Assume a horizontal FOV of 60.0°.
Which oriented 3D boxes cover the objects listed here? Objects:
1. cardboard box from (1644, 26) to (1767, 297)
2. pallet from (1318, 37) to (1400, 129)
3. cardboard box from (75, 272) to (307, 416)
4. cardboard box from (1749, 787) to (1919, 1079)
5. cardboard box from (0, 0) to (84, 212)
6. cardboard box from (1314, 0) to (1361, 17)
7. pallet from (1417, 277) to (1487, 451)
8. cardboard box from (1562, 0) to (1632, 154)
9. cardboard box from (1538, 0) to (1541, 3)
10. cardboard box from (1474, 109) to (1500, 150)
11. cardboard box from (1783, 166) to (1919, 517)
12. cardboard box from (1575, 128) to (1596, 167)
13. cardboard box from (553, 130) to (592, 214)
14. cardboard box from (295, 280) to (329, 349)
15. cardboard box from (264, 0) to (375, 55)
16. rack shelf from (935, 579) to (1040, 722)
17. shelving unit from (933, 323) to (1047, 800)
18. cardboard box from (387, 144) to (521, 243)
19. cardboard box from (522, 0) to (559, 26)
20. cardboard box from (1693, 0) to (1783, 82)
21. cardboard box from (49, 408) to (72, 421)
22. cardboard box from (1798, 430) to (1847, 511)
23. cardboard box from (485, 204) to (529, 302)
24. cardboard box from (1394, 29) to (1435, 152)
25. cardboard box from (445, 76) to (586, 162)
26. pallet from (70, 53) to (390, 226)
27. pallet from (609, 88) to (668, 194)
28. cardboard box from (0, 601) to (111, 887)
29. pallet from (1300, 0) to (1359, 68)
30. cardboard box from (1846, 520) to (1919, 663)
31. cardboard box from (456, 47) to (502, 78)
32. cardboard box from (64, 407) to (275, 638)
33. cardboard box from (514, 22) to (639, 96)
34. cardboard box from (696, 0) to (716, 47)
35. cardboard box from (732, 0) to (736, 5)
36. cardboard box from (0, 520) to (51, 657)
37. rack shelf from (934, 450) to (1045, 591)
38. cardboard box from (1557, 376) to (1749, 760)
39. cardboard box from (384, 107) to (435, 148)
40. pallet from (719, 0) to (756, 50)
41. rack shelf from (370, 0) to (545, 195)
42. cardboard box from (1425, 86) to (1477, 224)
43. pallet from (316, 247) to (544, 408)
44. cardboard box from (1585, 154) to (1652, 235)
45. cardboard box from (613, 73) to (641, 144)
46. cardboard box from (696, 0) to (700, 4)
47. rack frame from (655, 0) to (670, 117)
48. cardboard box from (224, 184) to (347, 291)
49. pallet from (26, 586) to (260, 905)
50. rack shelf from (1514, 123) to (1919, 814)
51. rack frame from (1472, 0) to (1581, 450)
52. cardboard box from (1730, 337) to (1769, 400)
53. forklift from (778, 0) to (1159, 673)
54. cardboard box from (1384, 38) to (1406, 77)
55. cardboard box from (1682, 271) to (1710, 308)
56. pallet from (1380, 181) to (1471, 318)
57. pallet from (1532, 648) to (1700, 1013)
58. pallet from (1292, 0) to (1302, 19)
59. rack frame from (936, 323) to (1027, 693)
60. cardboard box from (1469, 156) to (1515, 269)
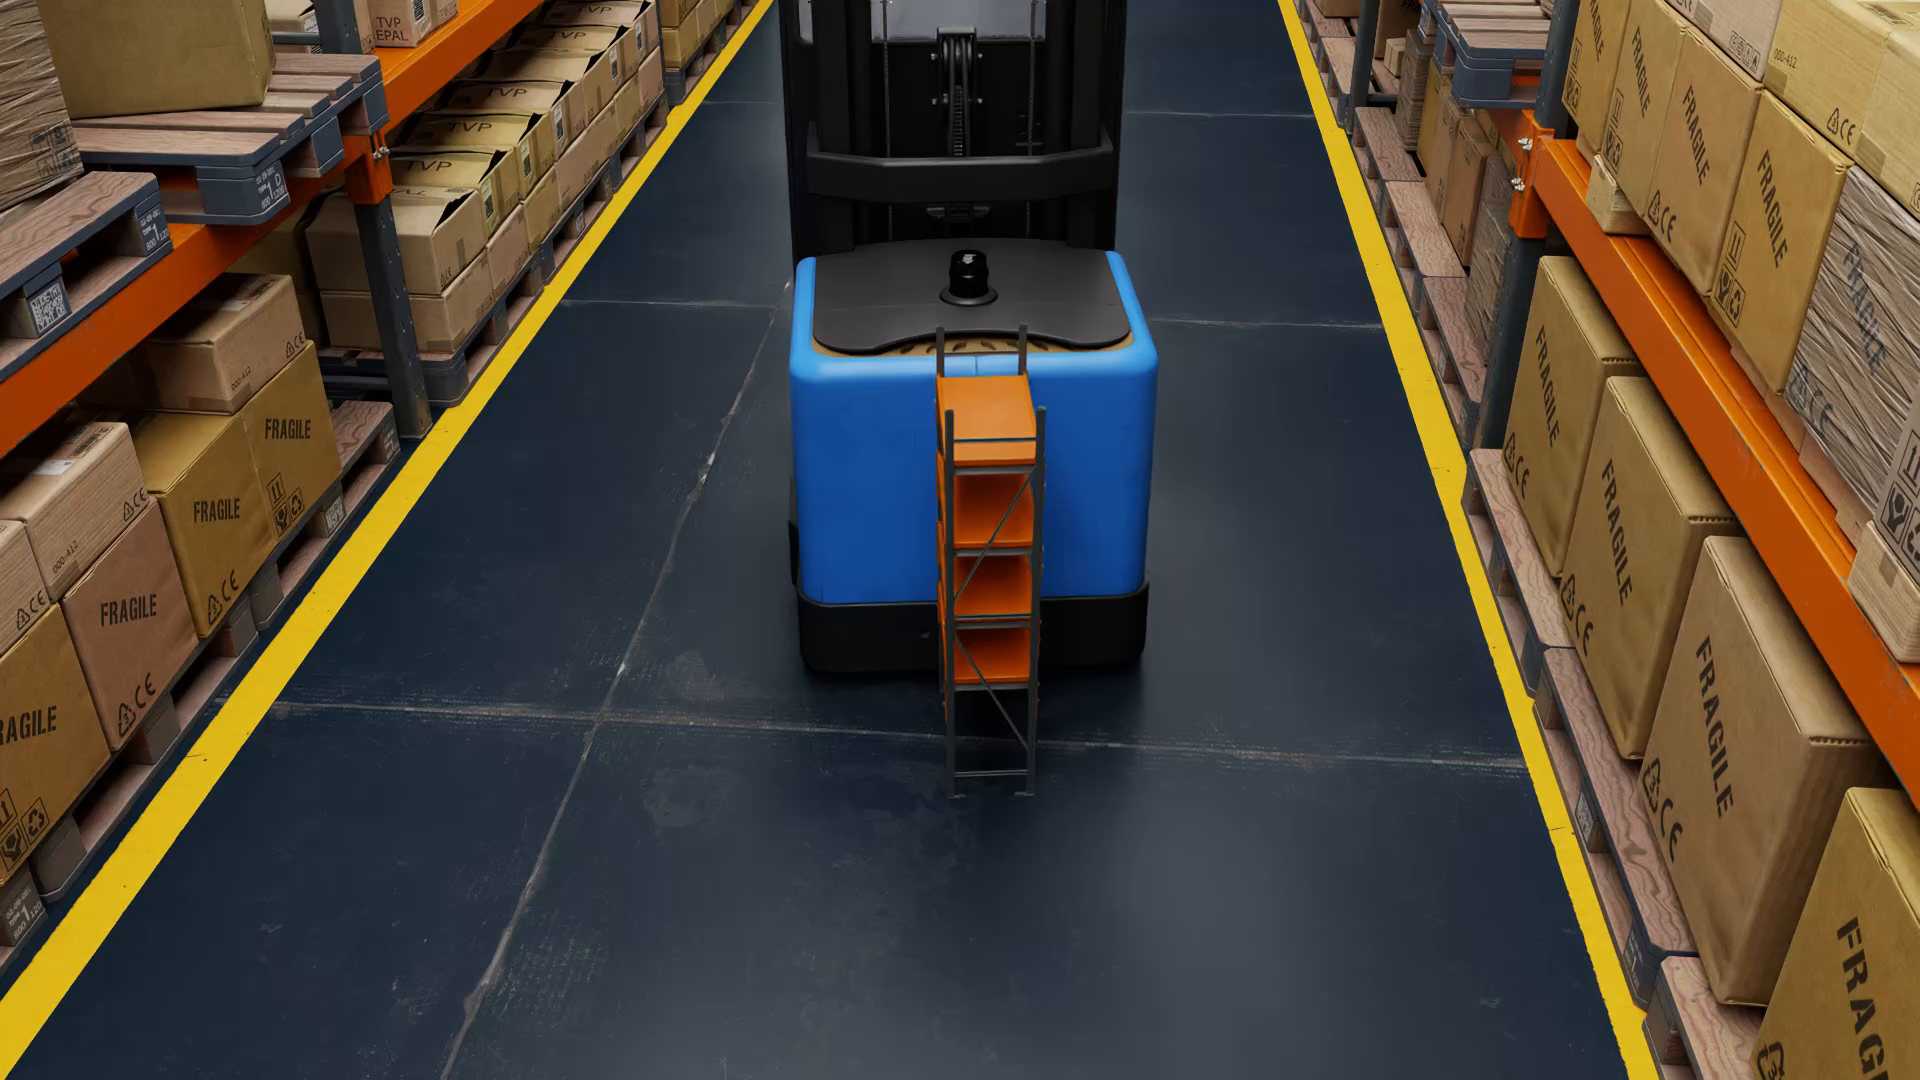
[{"bbox_3d":[1.999,-0.899,3.951,0.500,0.500,0.500,2,32,4],"label":"cardboard box"},{"bbox_3d":[2.732,-2.754,10.018,1.003,0.211,1.213,2,32,4],"label":"pallet"},{"bbox_3d":[-2.393,-0.620,5.146,0.500,0.250,0.500,4,32,6],"label":"cardboard box"},{"bbox_3d":[1.985,0.986,2.940,0.750,0.750,0.750,3,32,5],"label":"cardboard box"},{"bbox_3d":[-2.754,-1.124,4.219,0.700,0.500,0.500,8,33,13],"label":"cardboard box"},{"bbox_3d":[2.737,-3.766,10.965,0.700,0.500,0.500,1,32,1],"label":"cardboard box"},{"bbox_3d":[2.452,-0.718,6.715,1.003,0.211,1.213,2,32,4],"label":"pallet"},{"bbox_3d":[2.093,-1.432,4.816,0.500,0.500,0.500,3,32,5],"label":"cardboard box"},{"bbox_3d":[2.434,-2.266,6.054,0.700,0.500,0.500,0,32,-1],"label":"cardboard box"},{"bbox_3d":[2.540,-1.883,7.194,0.500,0.250,0.500,2,32,4],"label":"cardboard box"},{"bbox_3d":[1.929,-0.365,3.085,0.500,0.500,0.500,3,32,4],"label":"cardboard box"},{"bbox_3d":[2.130,-1.236,5.117,0.380,0.149,0.250,2,32,3],"label":"cardboard box"},{"bbox_3d":[-2.096,-1.779,7.999,0.500,0.250,0.500,3,32,5],"label":"cardboard box"},{"bbox_3d":[-2.750,-1.000,6.735,0.500,0.250,0.500,3,32,5],"label":"cardboard box"},{"bbox_3d":[-2.477,-1.857,5.989,0.500,0.311,0.500,4,32,7],"label":"cardboard box"},{"bbox_3d":[0.071,0.297,4.630,0.258,0.148,0.480,-2,32,-3],"label":"rack shelf"},{"bbox_3d":[0.071,0.071,4.491,0.258,1.200,0.503,-2,32,-3],"label":"shelving unit"},{"bbox_3d":[-2.180,-1.490,6.995,0.500,0.311,0.500,2,32,3],"label":"cardboard box"},{"bbox_3d":[-2.506,-2.840,9.185,0.500,0.311,0.500,3,32,4],"label":"cardboard box"},{"bbox_3d":[2.014,-1.225,3.766,0.500,0.250,0.500,3,32,4],"label":"cardboard box"},{"bbox_3d":[-2.955,-0.068,4.964,0.500,0.500,0.500,2,32,3],"label":"cardboard box"},{"bbox_3d":[1.954,-0.158,3.368,0.380,0.149,0.250,2,32,3],"label":"cardboard box"},{"bbox_3d":[-2.175,-1.239,7.122,0.500,0.250,0.500,2,32,3],"label":"cardboard box"},{"bbox_3d":[2.670,-2.326,8.629,0.700,0.500,0.500,3,32,6],"label":"cardboard box"},{"bbox_3d":[-2.095,-2.025,7.864,0.500,0.311,0.500,2,32,3],"label":"cardboard box"},{"bbox_3d":[-2.535,-1.268,5.131,1.213,0.211,1.003,2,32,4],"label":"pallet"},{"bbox_3d":[-2.246,-2.224,9.158,1.003,0.211,1.213,2,32,4],"label":"pallet"},{"bbox_3d":[-2.513,0.479,4.077,0.500,0.500,0.500,3,32,5],"label":"cardboard box"},{"bbox_3d":[2.829,-3.394,11.056,1.003,0.211,1.213,2,32,4],"label":"pallet"},{"bbox_3d":[1.833,0.097,2.954,0.380,0.149,0.250,2,32,4],"label":"cardboard box"},{"bbox_3d":[-2.593,-2.308,8.321,0.500,0.311,0.500,1,32,2],"label":"cardboard box"},{"bbox_3d":[-2.435,-0.060,4.952,0.500,0.500,0.500,1,32,2],"label":"cardboard box"},{"bbox_3d":[-2.008,-2.549,8.713,0.500,0.311,0.500,3,32,5],"label":"cardboard box"},{"bbox_3d":[-1.839,-3.297,10.462,0.500,0.250,0.500,2,32,4],"label":"cardboard box"},{"bbox_3d":[-1.758,-3.820,11.310,0.500,0.250,0.500,2,32,4],"label":"cardboard box"},{"bbox_3d":[-2.512,0.177,3.852,0.500,0.250,0.500,3,32,4],"label":"cardboard box"},{"bbox_3d":[0.071,-0.062,4.409,0.258,0.148,0.480,-2,32,-3],"label":"rack shelf"},{"bbox_3d":[2.119,0.076,4.416,0.750,0.750,0.750,2,32,4],"label":"cardboard box"},{"bbox_3d":[-2.673,-1.774,7.455,0.500,0.311,0.500,2,32,4],"label":"cardboard box"},{"bbox_3d":[-2.021,-3.665,11.496,1.003,0.211,1.213,2,32,4],"label":"pallet"},{"bbox_3d":[-2.387,-2.446,7.546,1.077,0.370,4.000,2,32,4],"label":"rack shelf"},{"bbox_3d":[2.596,-1.789,7.757,0.700,0.500,0.500,3,32,5],"label":"cardboard box"},{"bbox_3d":[-2.444,-0.948,7.088,1.003,0.211,1.213,2,32,4],"label":"pallet"},{"bbox_3d":[1.995,-0.970,4.685,0.380,0.149,0.250,3,32,5],"label":"cardboard box"},{"bbox_3d":[-2.012,-2.313,8.864,0.500,0.250,0.500,2,32,3],"label":"cardboard box"},{"bbox_3d":[-1.842,-3.617,10.265,0.500,0.500,0.500,2,32,4],"label":"cardboard box"},{"bbox_3d":[-2.225,-3.798,9.054,1.000,3.000,0.127,2,32,4],"label":"rack frame"},{"bbox_3d":[-2.753,-1.238,6.586,0.500,0.311,0.500,3,32,5],"label":"cardboard box"},{"bbox_3d":[-2.751,0.505,4.729,1.003,0.211,1.213,2,32,4],"label":"pallet"},{"bbox_3d":[2.225,-0.145,3.812,1.077,0.370,4.000,2,32,4],"label":"rack shelf"},{"bbox_3d":[2.387,-1.497,5.320,1.000,3.000,0.127,2,32,4],"label":"rack frame"},{"bbox_3d":[2.016,-0.434,3.815,0.380,0.149,0.250,3,32,4],"label":"cardboard box"},{"bbox_3d":[-0.036,-1.595,5.544,1.130,2.935,3.031,-2,32,-3],"label":"forklift"},{"bbox_3d":[2.727,-2.851,9.798,0.380,0.166,0.250,-2,32,-2],"label":"cardboard box"},{"bbox_3d":[2.084,-0.697,4.242,0.380,0.149,0.250,3,32,5],"label":"cardboard box"},{"bbox_3d":[2.554,-1.355,7.747,1.003,0.211,1.213,2,32,4],"label":"pallet"},{"bbox_3d":[2.146,0.735,4.356,1.003,0.211,1.213,2,32,4],"label":"pallet"},{"bbox_3d":[2.931,-4.030,12.088,1.003,0.211,1.213,2,32,4],"label":"pallet"},{"bbox_3d":[0.057,-0.057,4.698,0.240,1.200,0.015,-2,32,-3],"label":"rack frame"},{"bbox_3d":[2.552,-1.263,6.904,0.700,0.500,0.500,2,32,4],"label":"cardboard box"}]
